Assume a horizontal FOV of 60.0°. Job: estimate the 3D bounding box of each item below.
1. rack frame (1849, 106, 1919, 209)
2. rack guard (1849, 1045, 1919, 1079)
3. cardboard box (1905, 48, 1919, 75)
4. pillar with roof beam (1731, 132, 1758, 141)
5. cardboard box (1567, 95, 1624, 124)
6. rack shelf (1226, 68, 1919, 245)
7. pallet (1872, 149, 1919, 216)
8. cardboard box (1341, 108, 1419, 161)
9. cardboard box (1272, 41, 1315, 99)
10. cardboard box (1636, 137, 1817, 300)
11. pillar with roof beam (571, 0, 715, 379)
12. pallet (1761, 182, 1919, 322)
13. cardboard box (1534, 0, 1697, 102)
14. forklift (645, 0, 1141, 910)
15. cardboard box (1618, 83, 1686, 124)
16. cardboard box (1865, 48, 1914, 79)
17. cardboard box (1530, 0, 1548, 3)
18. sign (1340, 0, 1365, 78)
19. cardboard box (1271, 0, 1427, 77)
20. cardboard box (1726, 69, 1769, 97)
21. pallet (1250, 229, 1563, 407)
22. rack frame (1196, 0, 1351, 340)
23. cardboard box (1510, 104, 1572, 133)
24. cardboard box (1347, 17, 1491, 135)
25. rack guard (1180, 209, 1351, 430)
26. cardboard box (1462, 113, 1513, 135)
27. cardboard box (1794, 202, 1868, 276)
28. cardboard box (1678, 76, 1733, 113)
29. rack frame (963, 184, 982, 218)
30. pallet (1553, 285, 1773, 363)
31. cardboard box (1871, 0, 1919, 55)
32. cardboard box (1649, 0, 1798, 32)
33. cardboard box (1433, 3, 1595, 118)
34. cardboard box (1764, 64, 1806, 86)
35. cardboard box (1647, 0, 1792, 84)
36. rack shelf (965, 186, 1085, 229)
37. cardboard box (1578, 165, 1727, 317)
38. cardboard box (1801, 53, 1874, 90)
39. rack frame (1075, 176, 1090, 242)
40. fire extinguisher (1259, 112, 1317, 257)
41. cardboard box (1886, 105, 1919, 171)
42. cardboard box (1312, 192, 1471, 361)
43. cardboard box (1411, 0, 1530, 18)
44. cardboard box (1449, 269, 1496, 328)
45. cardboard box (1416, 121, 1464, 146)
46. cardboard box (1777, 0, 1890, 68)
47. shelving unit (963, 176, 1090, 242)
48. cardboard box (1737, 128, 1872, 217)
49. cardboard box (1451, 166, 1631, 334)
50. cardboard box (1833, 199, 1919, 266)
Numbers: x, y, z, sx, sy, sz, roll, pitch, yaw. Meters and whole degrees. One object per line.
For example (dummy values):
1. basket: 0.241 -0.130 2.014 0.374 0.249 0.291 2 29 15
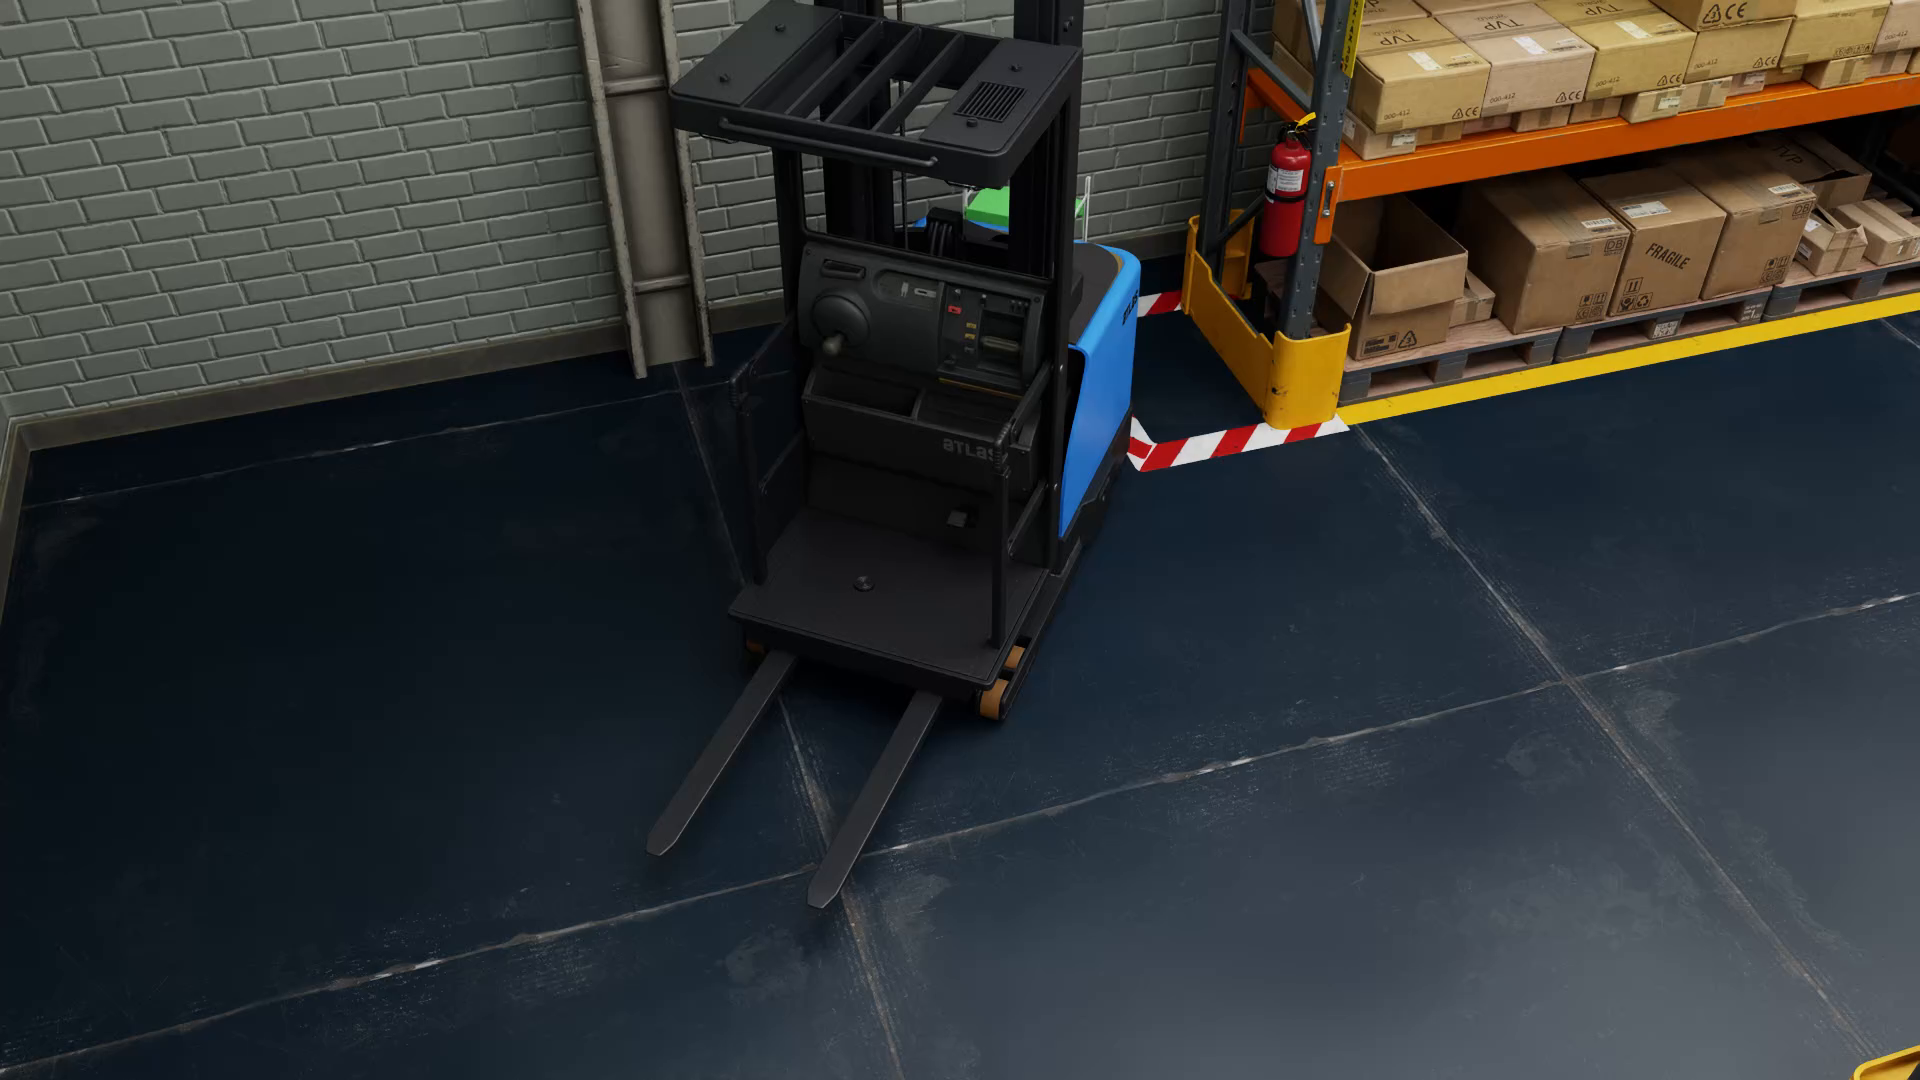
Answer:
1. rack frame: 5.210 -2.813 8.190 0.127 3.000 1.000 -12 42 -13
2. rack guard: 2.866 2.038 4.538 0.348 0.500 1.175 -12 42 -13
3. cardboard box: 4.499 -2.365 7.869 0.250 0.149 0.380 -11 42 -12
4. pillar with roof beam: 5.568 -2.799 3.614 0.400 9.000 9.100 -12 42 -13
5. cardboard box: 2.771 -2.041 7.498 0.250 0.149 0.380 -11 42 -12
6. rack shelf: 3.302 -2.147 7.974 4.000 0.370 1.077 -12 42 -13
7. pallet: 5.974 -1.947 9.319 1.213 0.211 1.003 -12 42 -13
8. cardboard box: 1.791 -1.821 7.245 0.250 0.149 0.380 -12 43 -13
9. cardboard box: 1.630 -2.162 7.636 0.250 0.149 0.380 -12 43 -14
10. cardboard box: 3.824 -1.651 8.440 0.500 0.500 0.700 -13 43 -15
11. pillar with roof beam: -0.155 -1.613 2.257 0.400 9.000 9.100 -12 42 -13
12. pallet: 4.555 -1.628 8.953 1.213 0.211 1.003 -12 42 -13
13. cardboard box: 2.872 -2.201 7.377 0.500 0.250 0.500 -12 43 -14
14. forklift: -0.224 -0.720 5.847 1.130 2.935 3.031 14 43 16
15. cardboard box: 3.034 -2.044 7.501 0.250 0.149 0.380 -13 43 -14
16. cardboard box: 4.241 -2.331 7.829 0.250 0.149 0.380 -11 42 -12
17. cardboard box: 2.720 -2.532 7.756 0.500 0.250 0.500 -10 42 -12
18. sign: 1.558 -2.008 6.611 0.005 0.325 0.100 -12 42 -13
19. cardboard box: 1.754 -2.336 7.531 0.500 0.250 0.500 -11 42 -12
20. cardboard box: 3.505 -2.203 7.683 0.250 0.149 0.380 -12 43 -13
21. pallet: 2.227 -1.146 8.401 1.213 0.211 1.003 -12 42 -13
22. rack frame: 1.395 -2.023 7.285 0.127 3.000 1.000 -12 42 -13
23. cardboard box: 2.519 -1.985 7.434 0.250 0.149 0.380 -10 42 -12
24. cardboard box: 1.908 -1.999 7.146 0.500 0.250 0.500 -11 42 -13
25. rack guard: 1.467 -1.096 8.125 0.348 0.500 1.175 -12 42 -13
26. cardboard box: 2.260 -1.974 7.420 0.250 0.149 0.380 -12 43 -14
27. cardboard box: 4.426 -1.577 8.534 0.258 0.266 0.396 -10 42 -12
28. cardboard box: 3.279 -2.109 7.575 0.250 0.149 0.380 -11 42 -12
29. rack frame: 0.062 -1.168 7.675 0.015 1.200 0.240 14 43 15
30. pallet: 3.389 -1.384 8.674 1.213 0.211 1.003 -12 42 -13
31. cardboard box: 4.324 -2.507 7.727 0.500 0.250 0.500 -12 42 -13
32. cardboard box: 3.339 -2.578 7.239 0.500 0.500 0.500 -11 42 -12
33. cardboard box: 2.389 -2.099 7.260 0.500 0.250 0.500 -11 42 -13
34. cardboard box: 3.726 -2.282 7.773 0.250 0.149 0.380 -11 42 -12
35. cardboard box: 3.353 -2.315 7.508 0.500 0.250 0.500 -13 43 -14
36. rack shelf: 0.290 -1.425 7.337 0.480 0.148 0.258 14 43 15
37. cardboard box: 3.368 -1.487 8.253 0.500 0.500 0.500 -11 42 -12
38. cardboard box: 4.006 -2.262 7.751 0.250 0.149 0.380 -12 43 -14
39. rack frame: 0.519 -1.056 7.546 0.015 1.200 0.240 14 43 15
40. fire extinguisher: 1.393 -1.534 7.068 0.183 0.674 0.296 -12 42 -13
41. cardboard box: 5.589 -2.313 9.198 0.500 0.500 0.500 -12 43 -13
42. cardboard box: 2.007 -1.302 8.039 0.637 0.503 0.797 -13 43 -15
43. cardboard box: 2.246 -2.437 7.647 0.500 0.250 0.500 -12 42 -13
44. cardboard box: 2.424 -1.228 8.223 0.250 0.149 0.380 -13 43 -15
45. cardboard box: 2.019 -1.900 7.336 0.250 0.149 0.380 -11 42 -12
46. cardboard box: 3.844 -2.416 7.624 0.500 0.250 0.500 -12 43 -13
47. shelving unit: 0.290 -1.112 7.611 0.503 1.200 0.258 14 43 15
48. cardboard box: 4.509 -1.976 8.957 0.500 0.311 0.500 -10 42 -12
49. cardboard box: 2.834 -1.445 8.205 0.500 0.500 0.700 -10 42 -11
50. cardboard box: 4.767 -1.603 8.653 0.250 0.149 0.380 -13 43 -14
